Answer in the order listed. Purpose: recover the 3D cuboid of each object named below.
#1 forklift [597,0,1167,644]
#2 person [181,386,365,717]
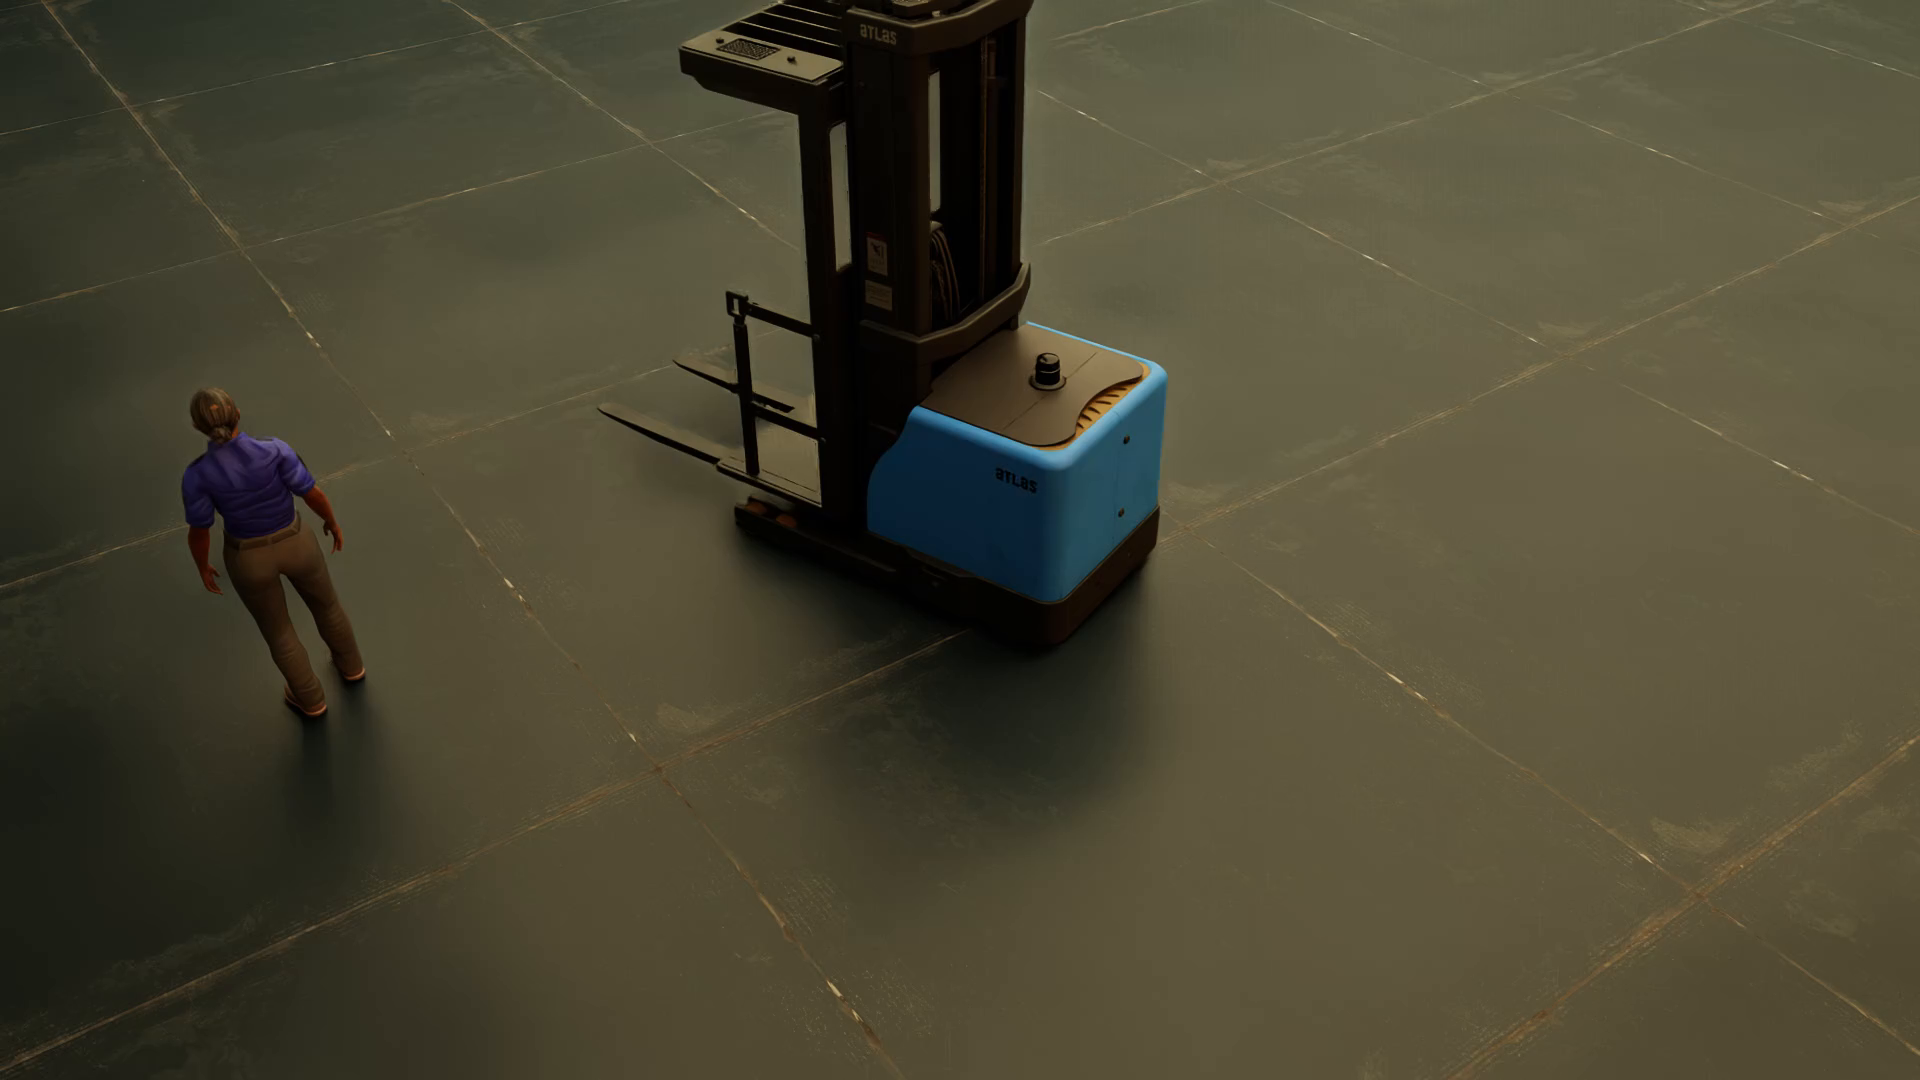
[{"bbox_3d":[-0.531,-1.378,7.809,3.031,2.935,1.130,22,42,27],"label":"forklift"},{"bbox_3d":[-2.911,0.021,6.988,0.586,1.660,0.491,-21,41,-26],"label":"person"}]
